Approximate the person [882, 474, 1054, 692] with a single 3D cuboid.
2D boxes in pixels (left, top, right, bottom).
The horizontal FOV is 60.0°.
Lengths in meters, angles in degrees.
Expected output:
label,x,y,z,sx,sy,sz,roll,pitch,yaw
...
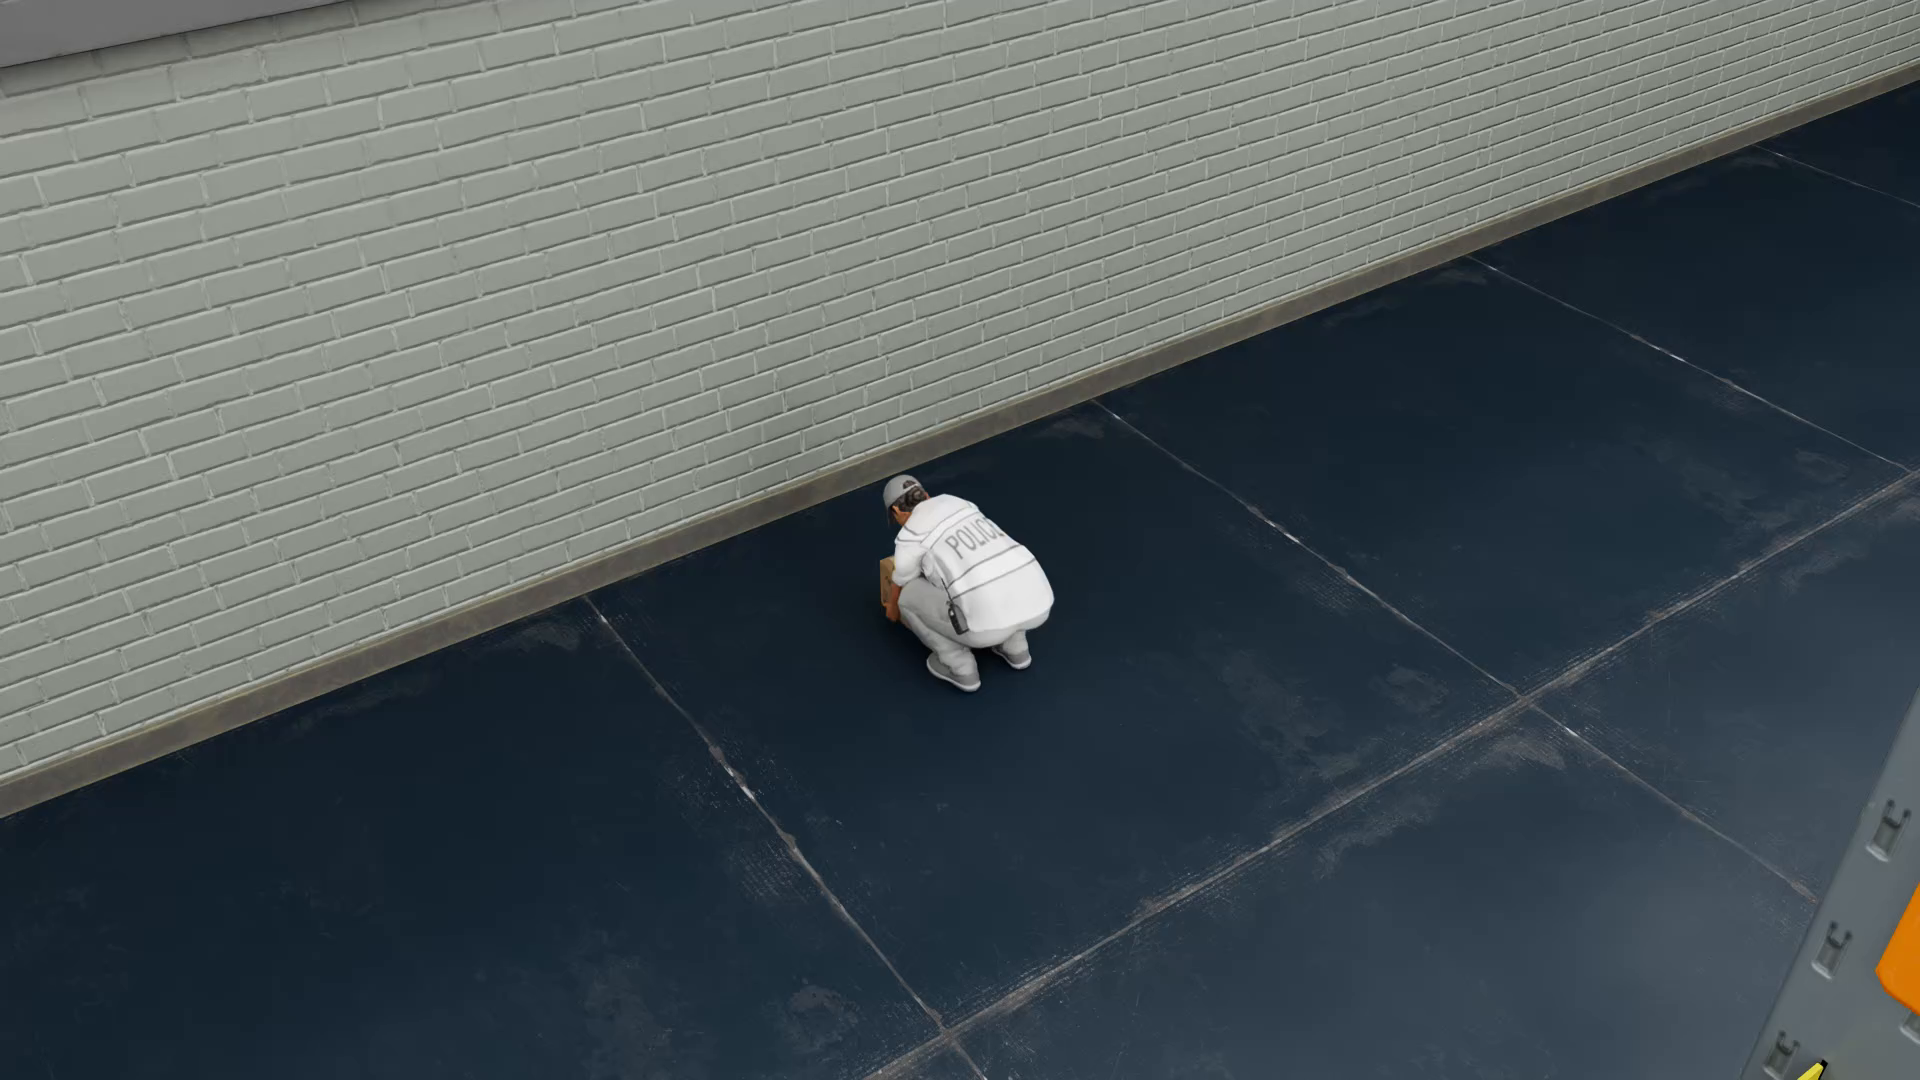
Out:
label,x,y,z,sx,sy,sz,roll,pitch,yaw
person,0.005,0.201,7.211,0.500,0.803,0.907,-23,43,-28
